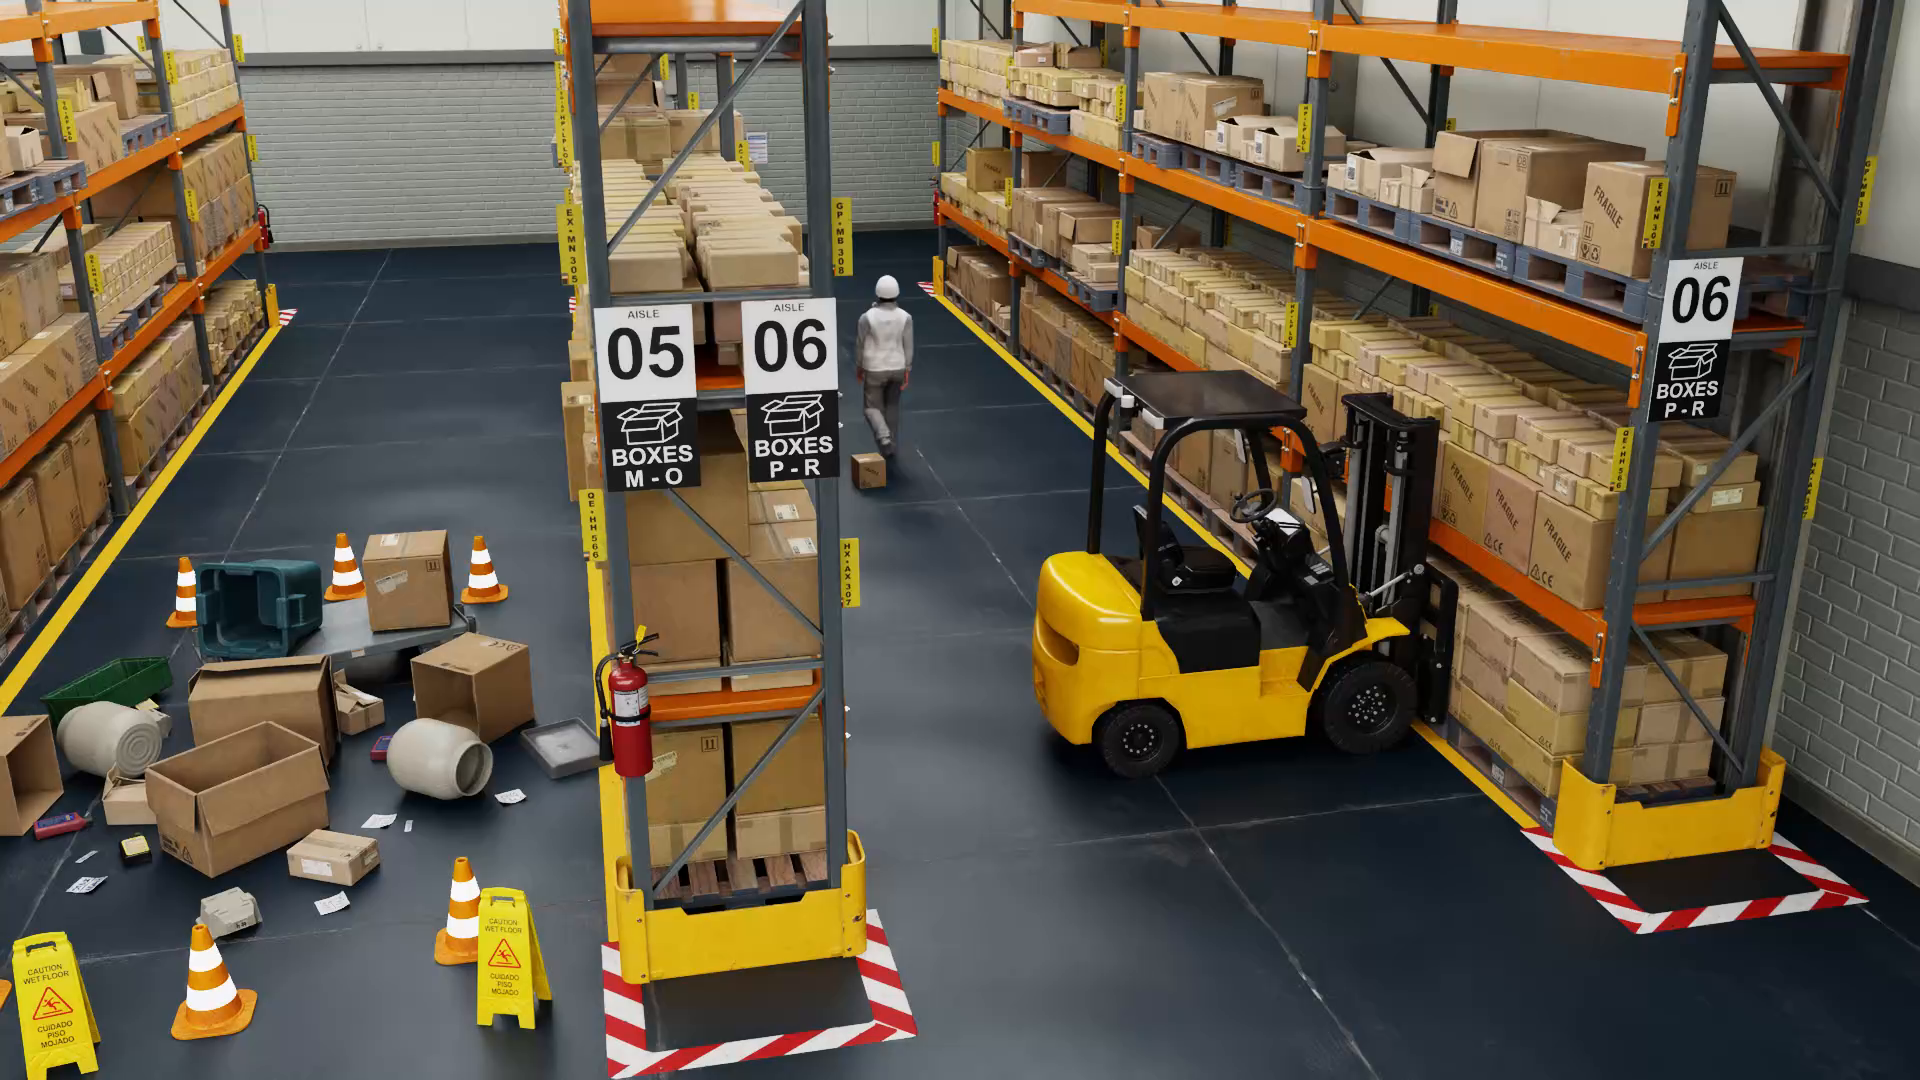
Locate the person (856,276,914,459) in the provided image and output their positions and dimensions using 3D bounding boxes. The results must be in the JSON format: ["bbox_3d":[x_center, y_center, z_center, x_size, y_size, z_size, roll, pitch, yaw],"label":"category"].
[{"bbox_3d":[-0.699,-1.604,15.550,0.526,1.747,0.834,-6,20,-17],"label":"person"}]
